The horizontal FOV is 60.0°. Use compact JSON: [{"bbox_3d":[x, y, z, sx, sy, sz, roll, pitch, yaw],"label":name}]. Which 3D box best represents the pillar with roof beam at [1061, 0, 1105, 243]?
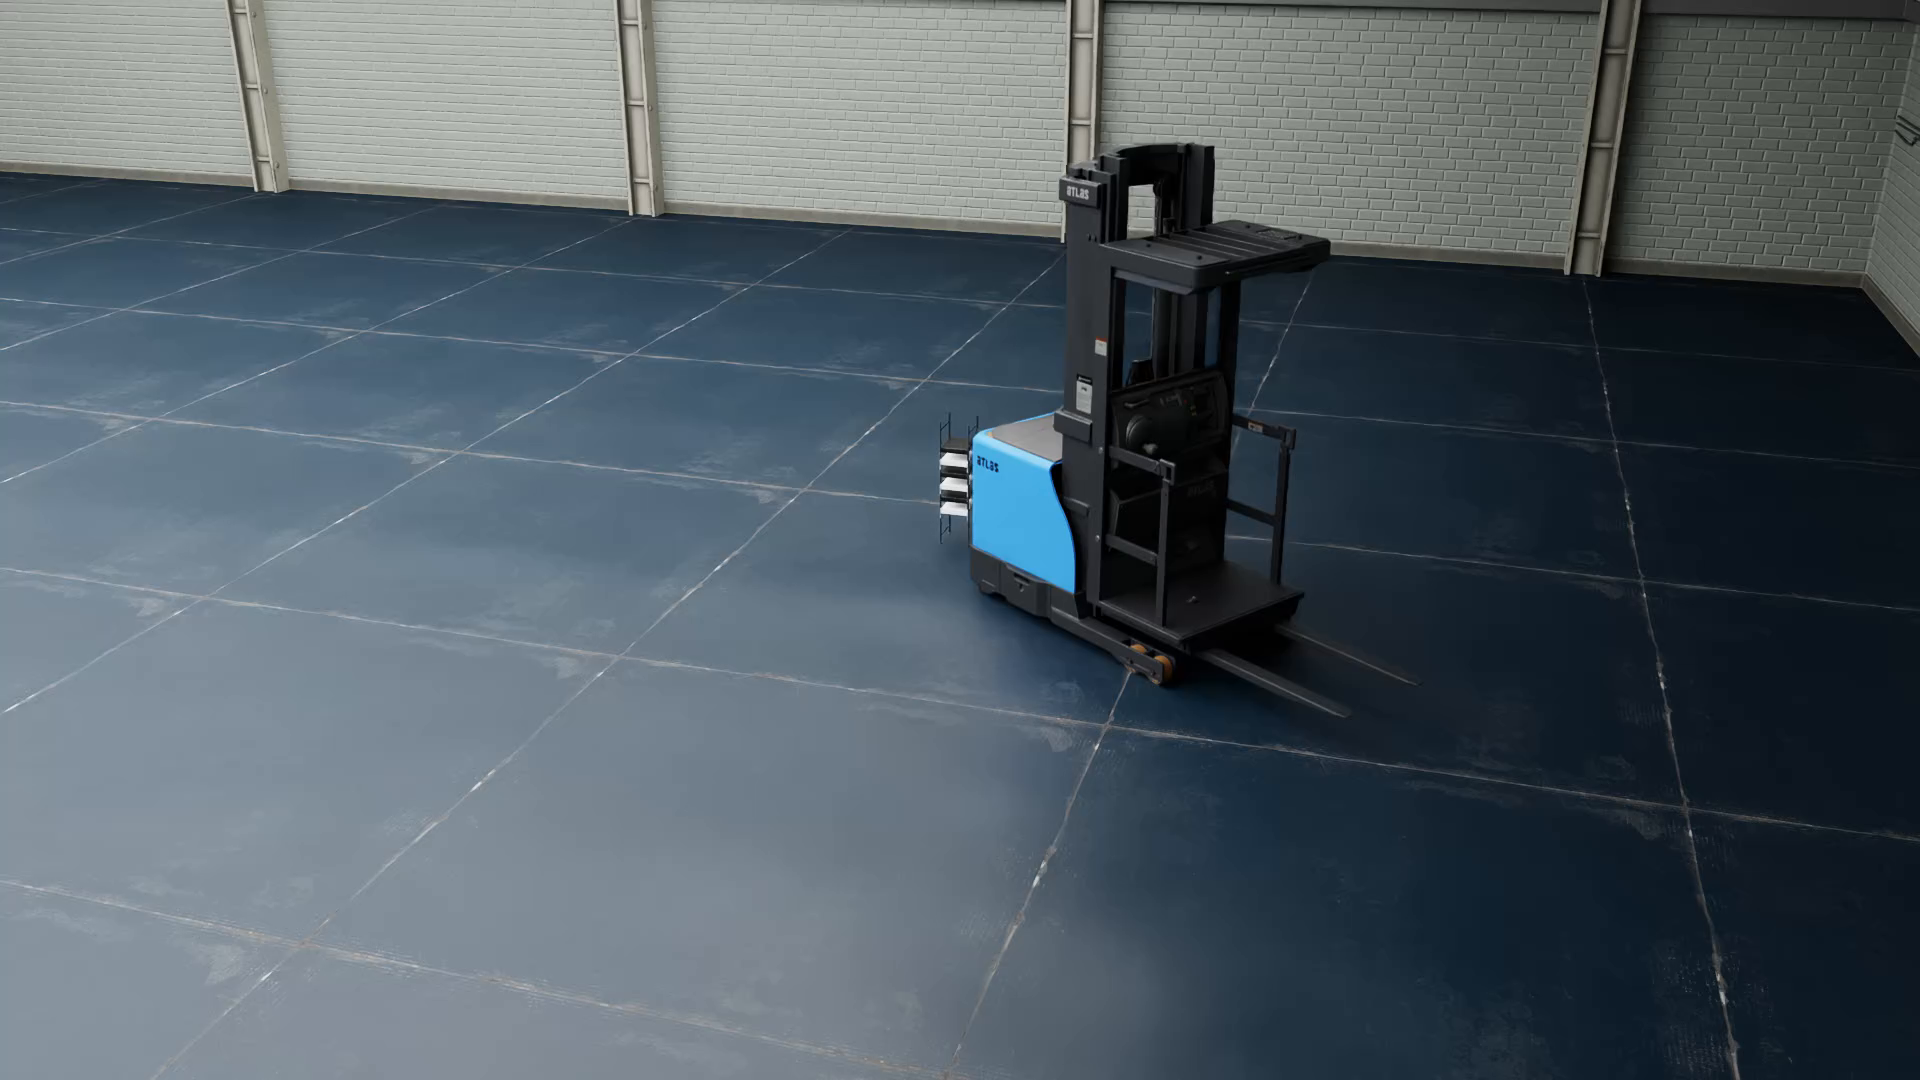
[{"bbox_3d":[0.257,-6.370,15.443,0.400,9.000,9.100,7,23,16],"label":"pillar with roof beam"}]

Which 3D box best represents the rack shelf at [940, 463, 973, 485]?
[{"bbox_3d":[-0.008,-0.470,11.580,0.200,0.077,0.258,7,23,16],"label":"rack shelf"}]

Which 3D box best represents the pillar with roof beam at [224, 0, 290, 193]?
[{"bbox_3d":[-11.232,-7.686,18.650,0.400,9.000,9.100,7,23,16],"label":"pillar with roof beam"}]

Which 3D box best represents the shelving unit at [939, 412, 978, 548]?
[{"bbox_3d":[-0.008,-0.417,11.601,0.210,0.900,0.258,7,23,16],"label":"shelving unit"}]

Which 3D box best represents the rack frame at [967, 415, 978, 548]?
[{"bbox_3d":[0.090,-0.406,11.574,0.006,0.900,0.240,7,23,16],"label":"rack frame"}]

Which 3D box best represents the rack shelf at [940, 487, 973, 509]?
[{"bbox_3d":[-0.008,-0.303,11.648,0.200,0.077,0.258,7,23,16],"label":"rack shelf"}]

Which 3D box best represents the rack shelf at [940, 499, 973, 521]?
[{"bbox_3d":[-0.008,-0.220,11.682,0.200,0.077,0.258,7,23,16],"label":"rack shelf"}]

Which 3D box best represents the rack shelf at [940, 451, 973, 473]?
[{"bbox_3d":[-0.008,-0.553,11.546,0.200,0.077,0.258,7,23,16],"label":"rack shelf"}]

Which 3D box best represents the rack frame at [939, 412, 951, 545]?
[{"bbox_3d":[-0.105,-0.428,11.629,0.006,0.900,0.240,7,23,16],"label":"rack frame"}]

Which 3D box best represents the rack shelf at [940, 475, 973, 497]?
[{"bbox_3d":[-0.008,-0.386,11.614,0.200,0.077,0.258,7,23,16],"label":"rack shelf"}]

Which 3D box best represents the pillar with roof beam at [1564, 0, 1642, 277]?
[{"bbox_3d":[6.001,-5.713,13.839,0.400,9.000,9.100,7,23,16],"label":"pillar with roof beam"}]

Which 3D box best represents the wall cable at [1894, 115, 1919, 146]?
[{"bbox_3d":[9.683,-5.037,16.283,0.112,2.526,3.097,7,23,16],"label":"wall cable"}]

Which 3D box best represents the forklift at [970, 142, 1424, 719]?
[{"bbox_3d":[1.379,-0.727,9.681,1.130,2.935,3.031,-17,28,-35],"label":"forklift"}]

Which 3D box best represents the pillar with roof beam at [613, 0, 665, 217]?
[{"bbox_3d":[-5.488,-7.028,17.046,0.400,9.000,9.100,7,23,16],"label":"pillar with roof beam"}]

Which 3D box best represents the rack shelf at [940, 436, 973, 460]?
[{"bbox_3d":[-0.008,-0.636,11.512,0.200,0.077,0.258,7,23,16],"label":"rack shelf"}]
